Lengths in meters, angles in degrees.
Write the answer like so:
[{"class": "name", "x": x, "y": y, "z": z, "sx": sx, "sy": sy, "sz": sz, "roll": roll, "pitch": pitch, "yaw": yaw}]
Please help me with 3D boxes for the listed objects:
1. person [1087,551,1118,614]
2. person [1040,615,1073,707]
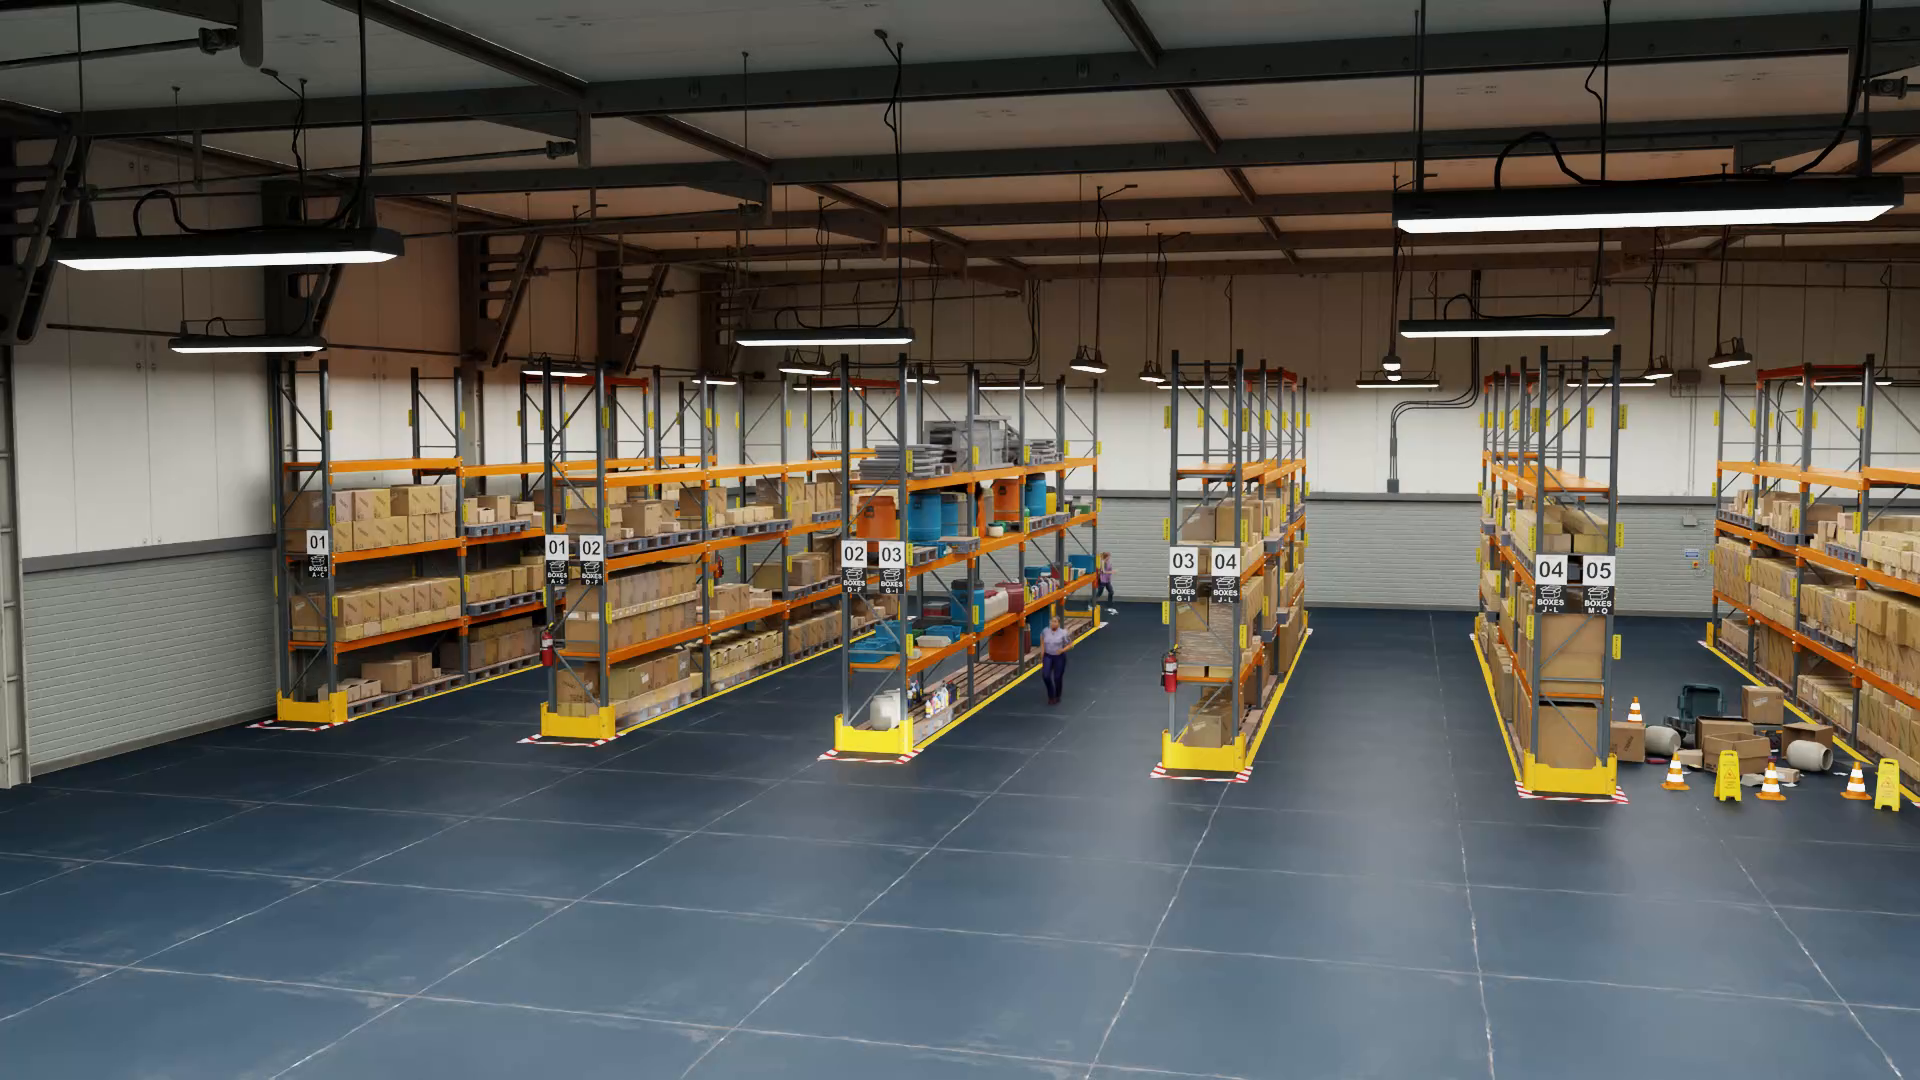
[{"class": "person", "x": 3.703, "y": 1.110, "z": 42.974, "sx": 0.808, "sy": 1.597, "sz": 0.537, "roll": 2, "pitch": 5, "yaw": 25}, {"class": "person", "x": 1.690, "y": 2.128, "z": 29.267, "sx": 0.599, "sy": 1.627, "sz": 0.793, "roll": 1, "pitch": 4, "yaw": 9}]
